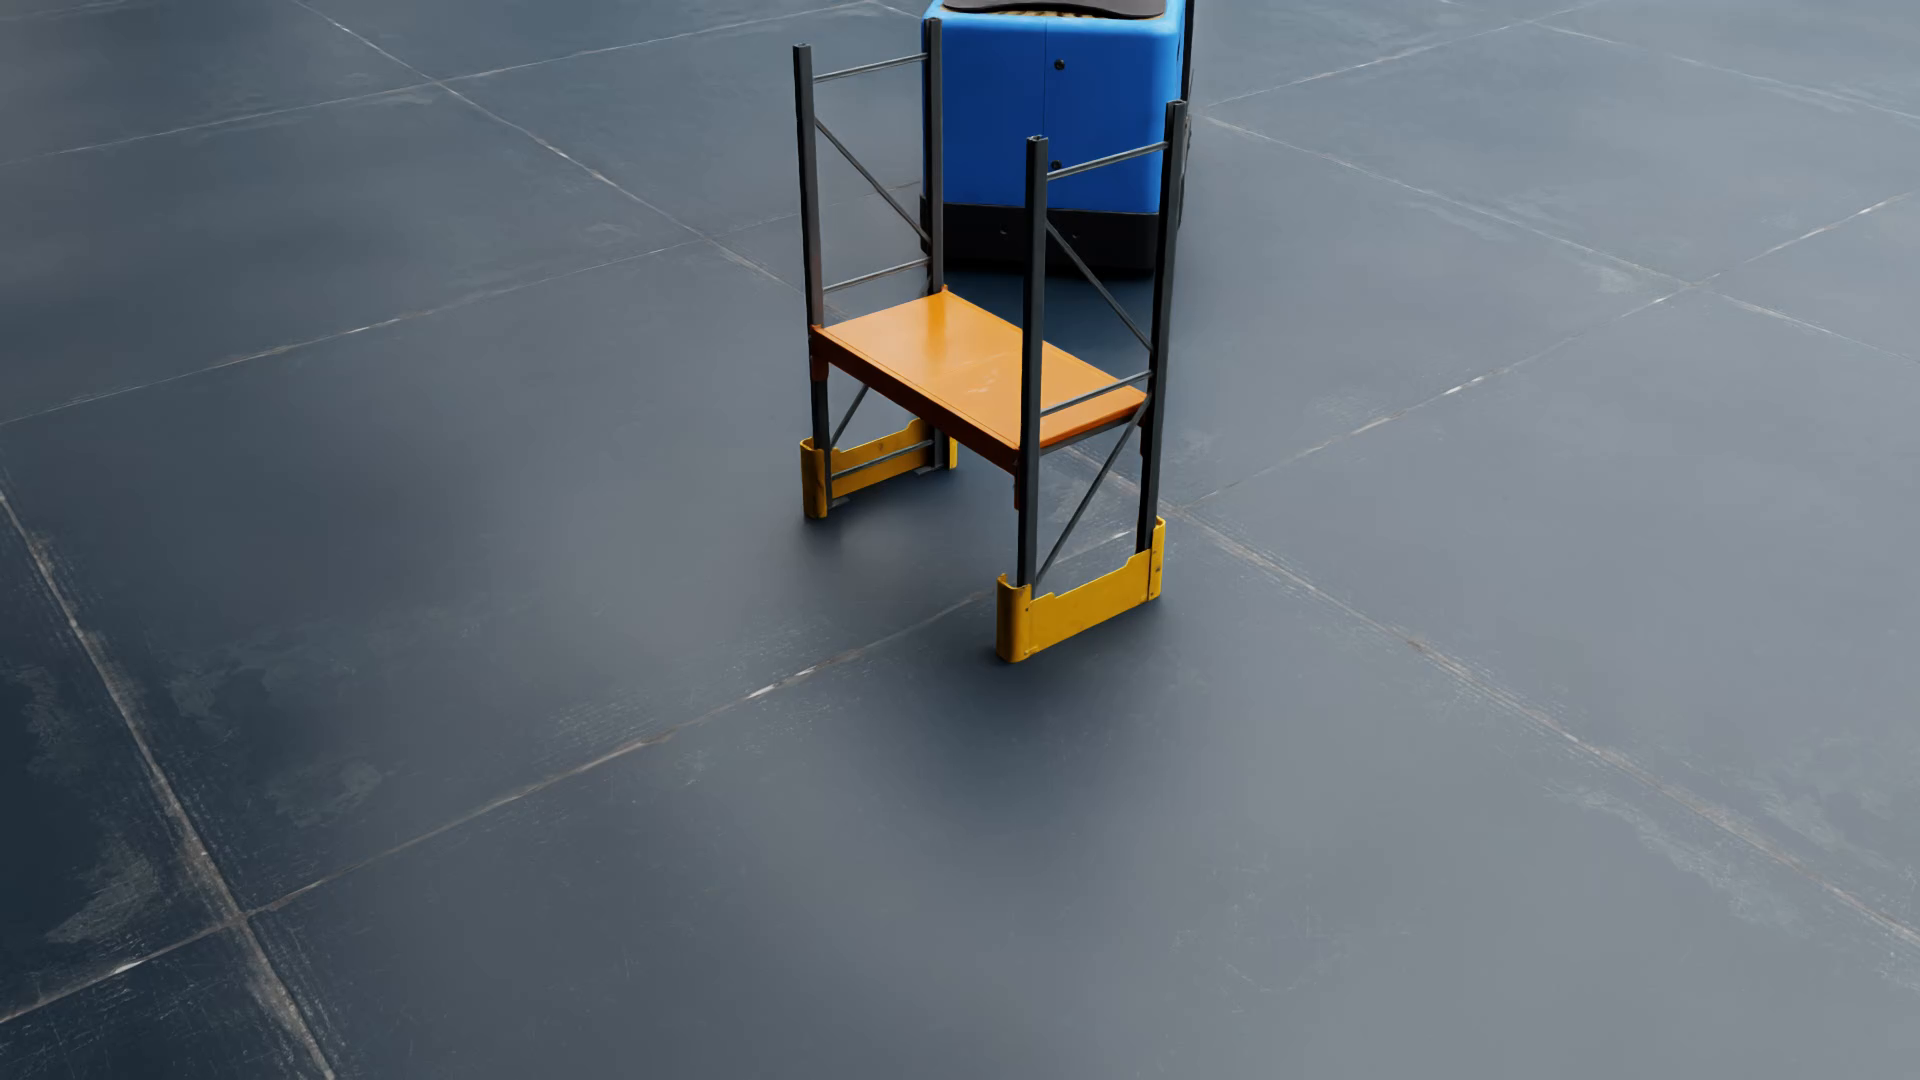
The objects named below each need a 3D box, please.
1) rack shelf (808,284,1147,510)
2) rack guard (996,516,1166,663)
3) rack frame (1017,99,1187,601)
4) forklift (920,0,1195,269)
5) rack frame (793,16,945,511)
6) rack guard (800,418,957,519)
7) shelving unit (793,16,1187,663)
[{"bbox_3d":[0.052,-0.449,4.892,0.538,0.185,1.000,-22,38,-31],"label":"rack shelf"},{"bbox_3d":[0.352,0.133,4.799,0.587,0.250,0.087,-22,38,-31],"label":"rack guard"},{"bbox_3d":[0.364,-0.390,4.456,0.500,1.500,0.032,-22,38,-31],"label":"rack frame"},{"bbox_3d":[0.573,-3.137,7.522,1.130,2.935,3.031,5,32,8],"label":"forklift"},{"bbox_3d":[-0.259,-0.813,5.138,0.500,1.500,0.032,-22,38,-31],"label":"rack frame"},{"bbox_3d":[-0.259,-0.282,5.467,0.587,0.250,0.087,-22,38,-31],"label":"rack guard"},{"bbox_3d":[0.047,-0.605,4.803,0.587,1.500,1.083,-22,38,-31],"label":"shelving unit"}]
